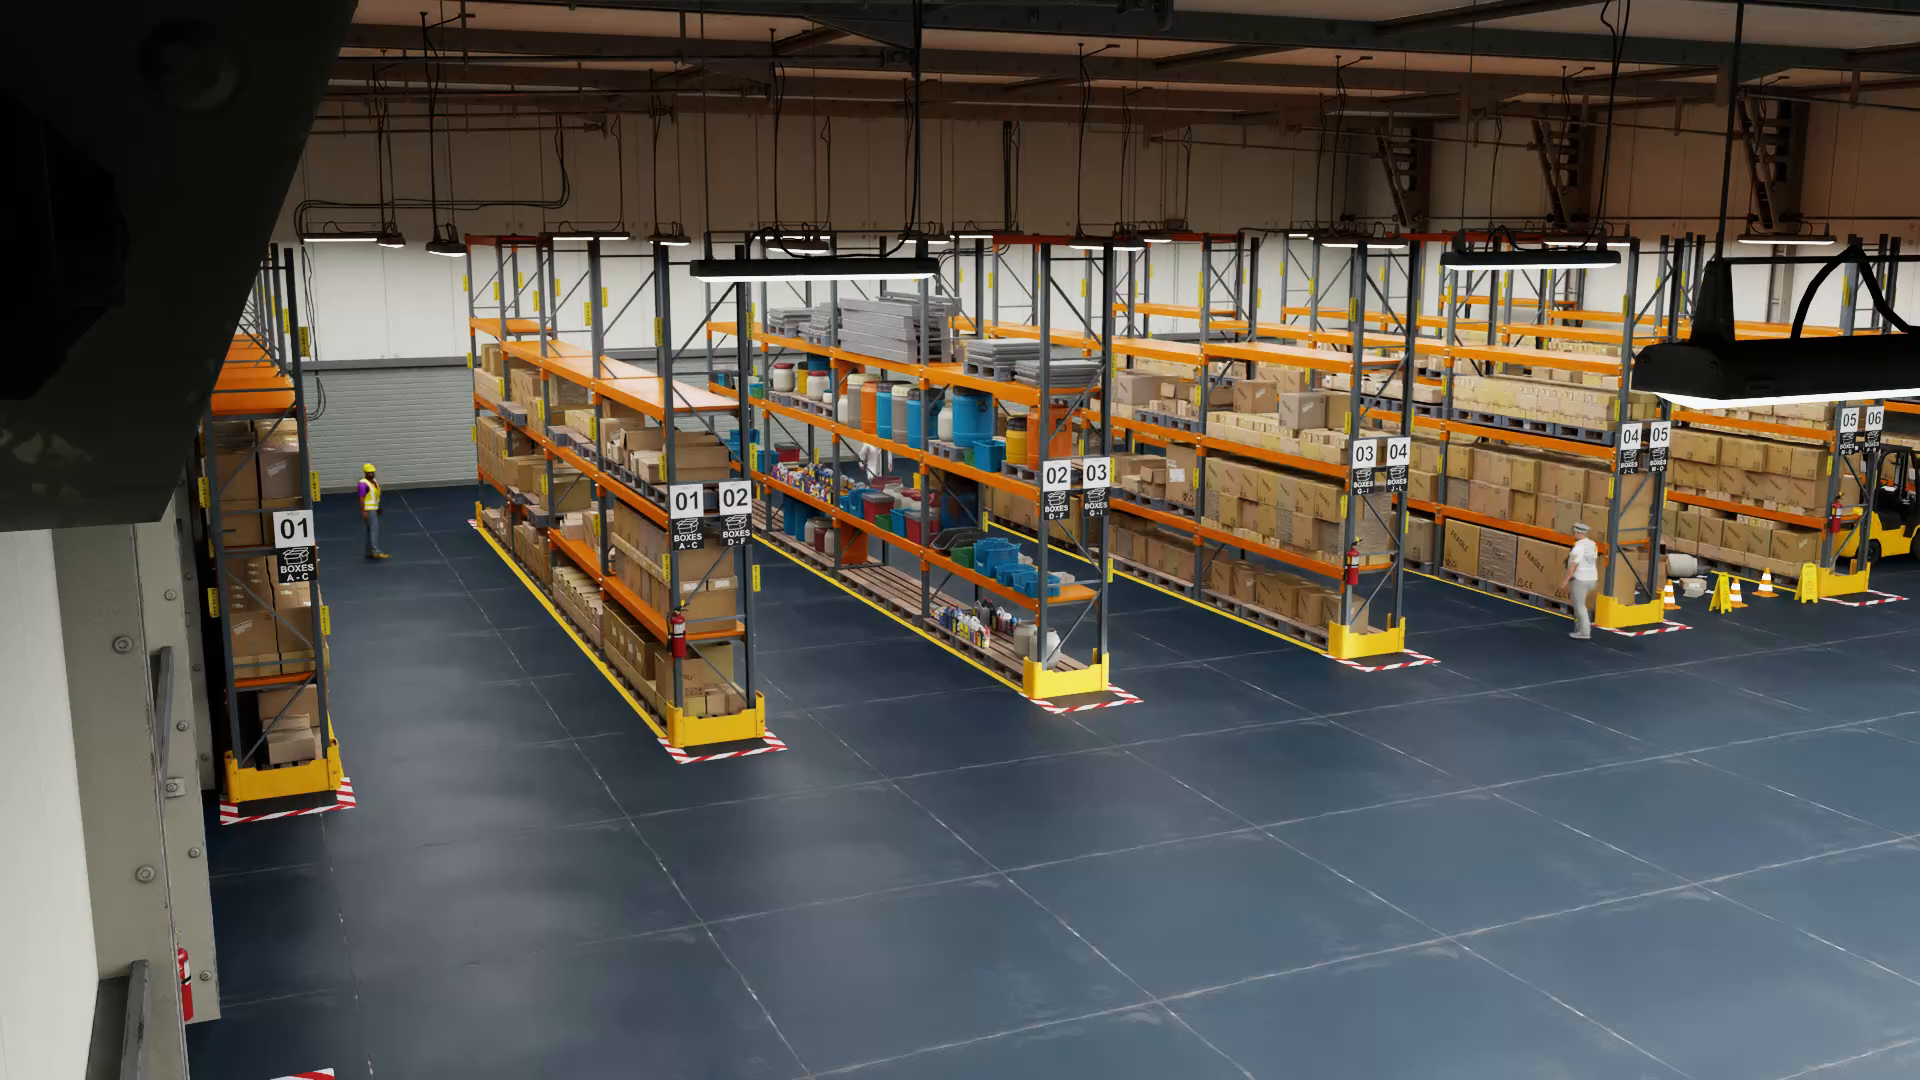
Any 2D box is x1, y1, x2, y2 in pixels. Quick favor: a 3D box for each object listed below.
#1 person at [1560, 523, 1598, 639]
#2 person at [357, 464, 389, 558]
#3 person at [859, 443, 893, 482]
[{"bbox_3d":[9.484,0.661,25.308,0.647,1.843,0.550,-6,12,-26],"label":"person"},{"bbox_3d":[-11.089,-0.569,31.450,0.484,1.771,0.603,-2,11,-12],"label":"person"},{"bbox_3d":[-1.830,-1.511,36.571,0.659,1.812,0.935,-5,12,-24],"label":"person"}]
